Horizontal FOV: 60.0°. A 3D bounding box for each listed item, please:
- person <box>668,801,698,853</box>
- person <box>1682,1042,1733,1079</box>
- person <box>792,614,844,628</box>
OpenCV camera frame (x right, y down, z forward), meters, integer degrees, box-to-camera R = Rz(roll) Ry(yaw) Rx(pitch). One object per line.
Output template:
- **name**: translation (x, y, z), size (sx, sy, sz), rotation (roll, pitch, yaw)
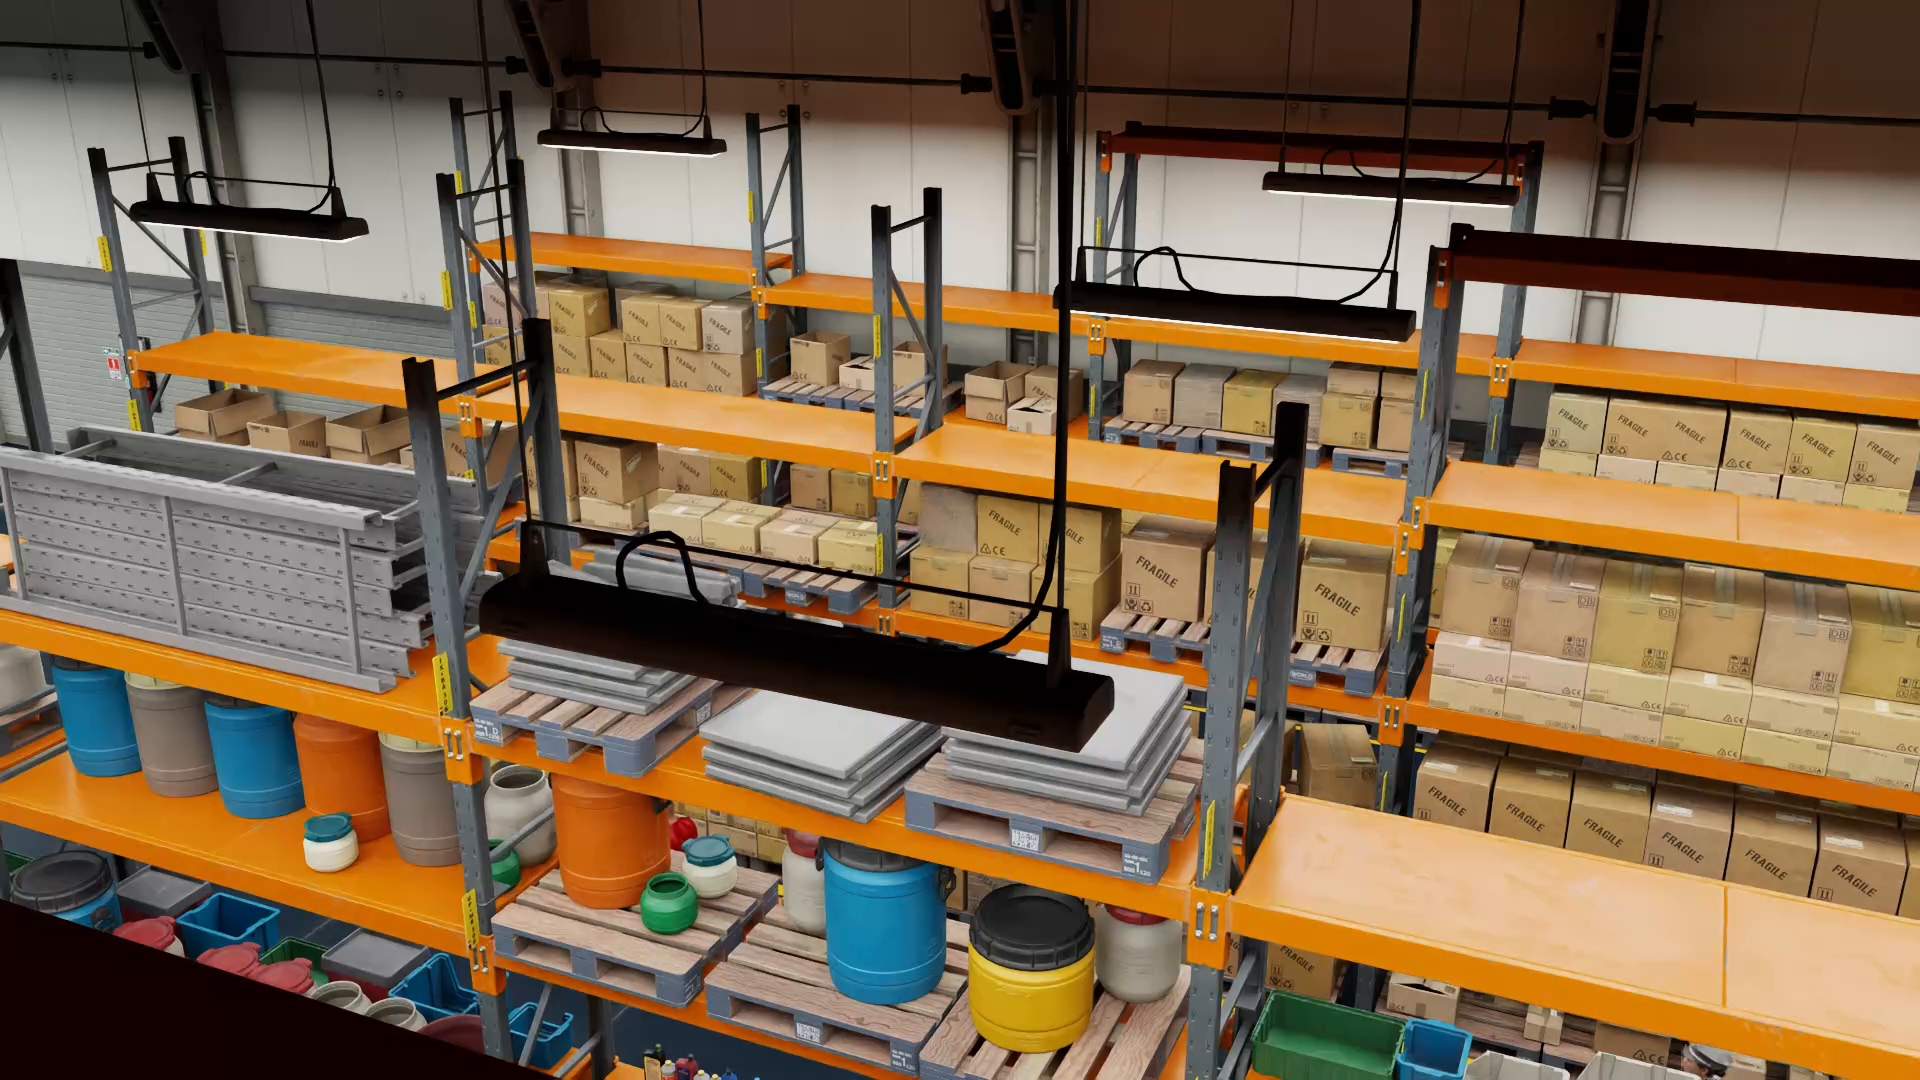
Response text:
- **person**: translation (-2.271, 2.777, 12.909), size (0.553, 1.791, 0.585), rotation (9, 22, 23)
- **person**: translation (4.529, 3.763, 10.282), size (1.049, 1.625, 0.513), rotation (9, 22, 22)
- **person**: translation (-1.524, 0.832, 17.992), size (1.106, 1.764, 0.668), rotation (-1, 21, -3)
